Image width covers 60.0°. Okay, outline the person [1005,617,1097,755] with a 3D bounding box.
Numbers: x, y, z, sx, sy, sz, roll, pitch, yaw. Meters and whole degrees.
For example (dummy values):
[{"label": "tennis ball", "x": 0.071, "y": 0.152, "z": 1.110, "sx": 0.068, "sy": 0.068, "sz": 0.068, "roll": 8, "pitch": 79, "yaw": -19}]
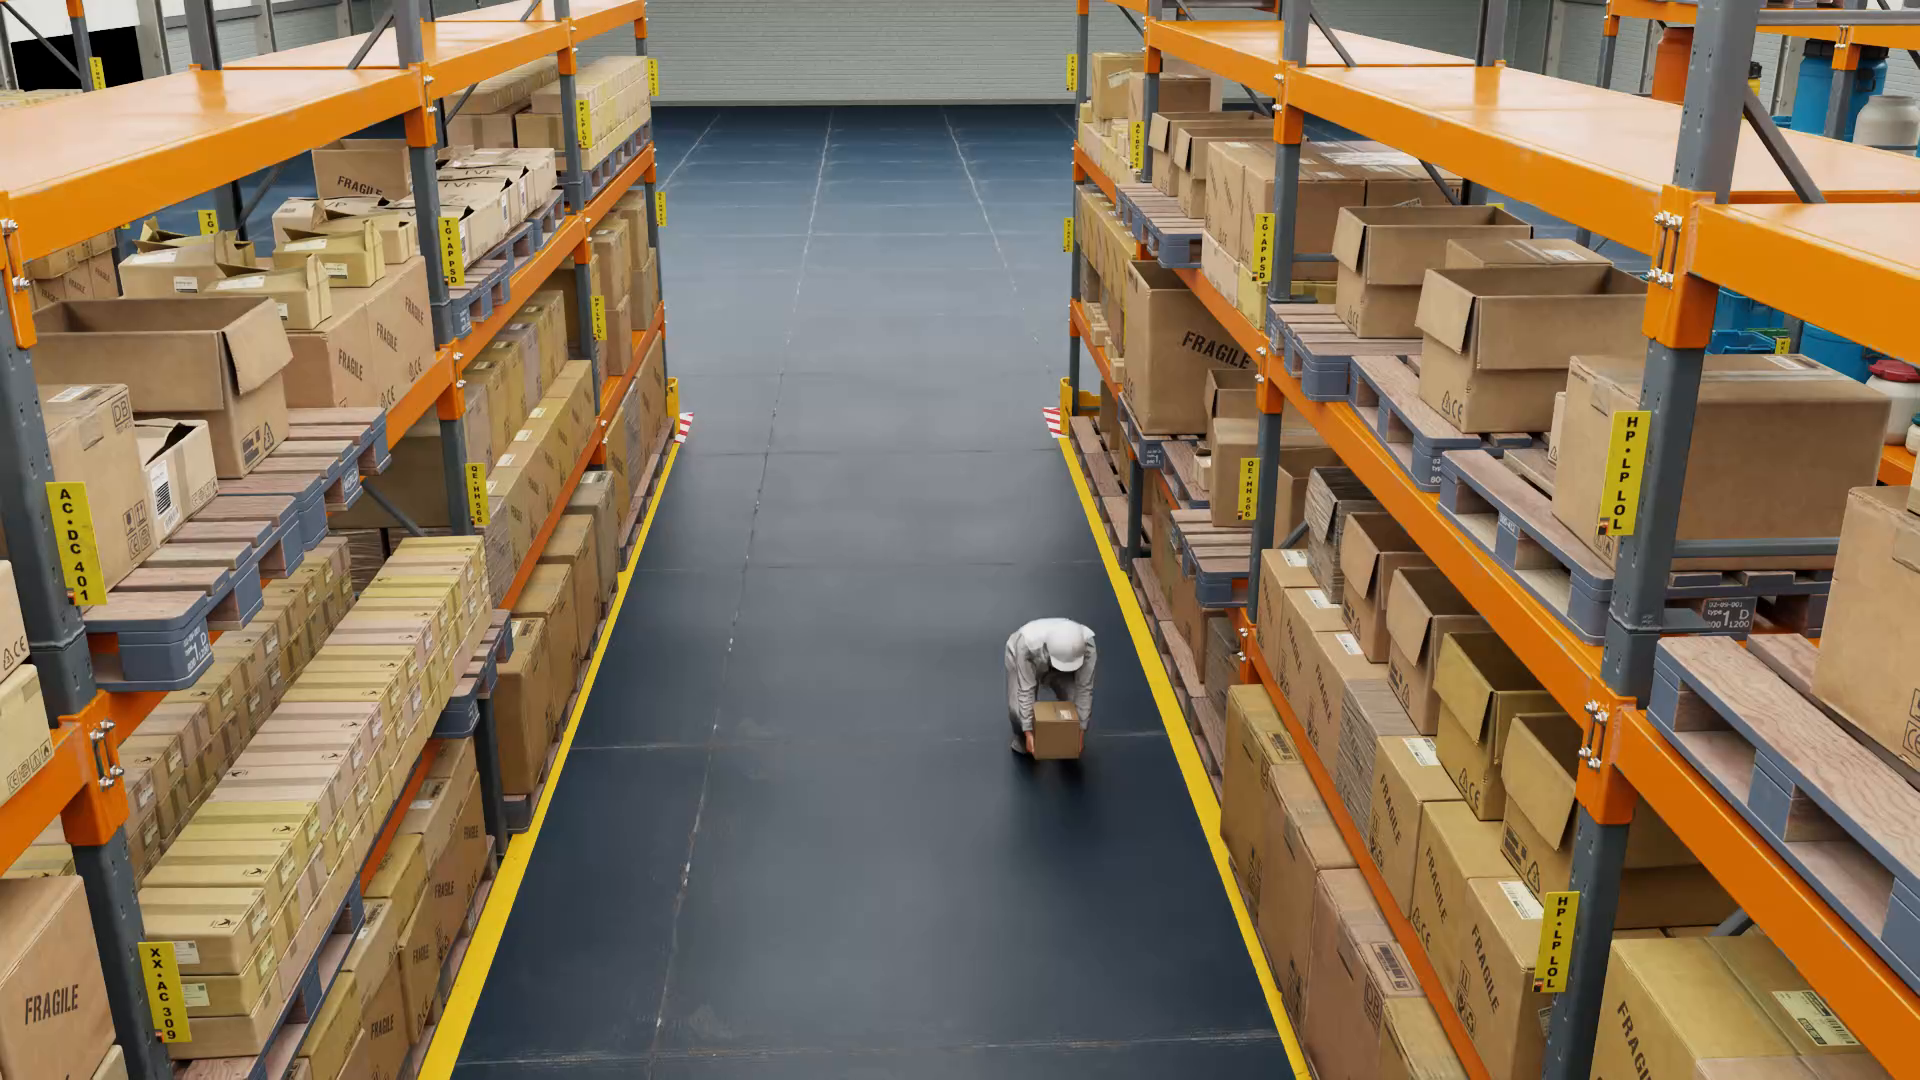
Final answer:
[{"label": "person", "x": 0.537, "y": 0.831, "z": 9.905, "sx": 0.512, "sy": 1.010, "sz": 0.899, "roll": -2, "pitch": 20, "yaw": -4}]
